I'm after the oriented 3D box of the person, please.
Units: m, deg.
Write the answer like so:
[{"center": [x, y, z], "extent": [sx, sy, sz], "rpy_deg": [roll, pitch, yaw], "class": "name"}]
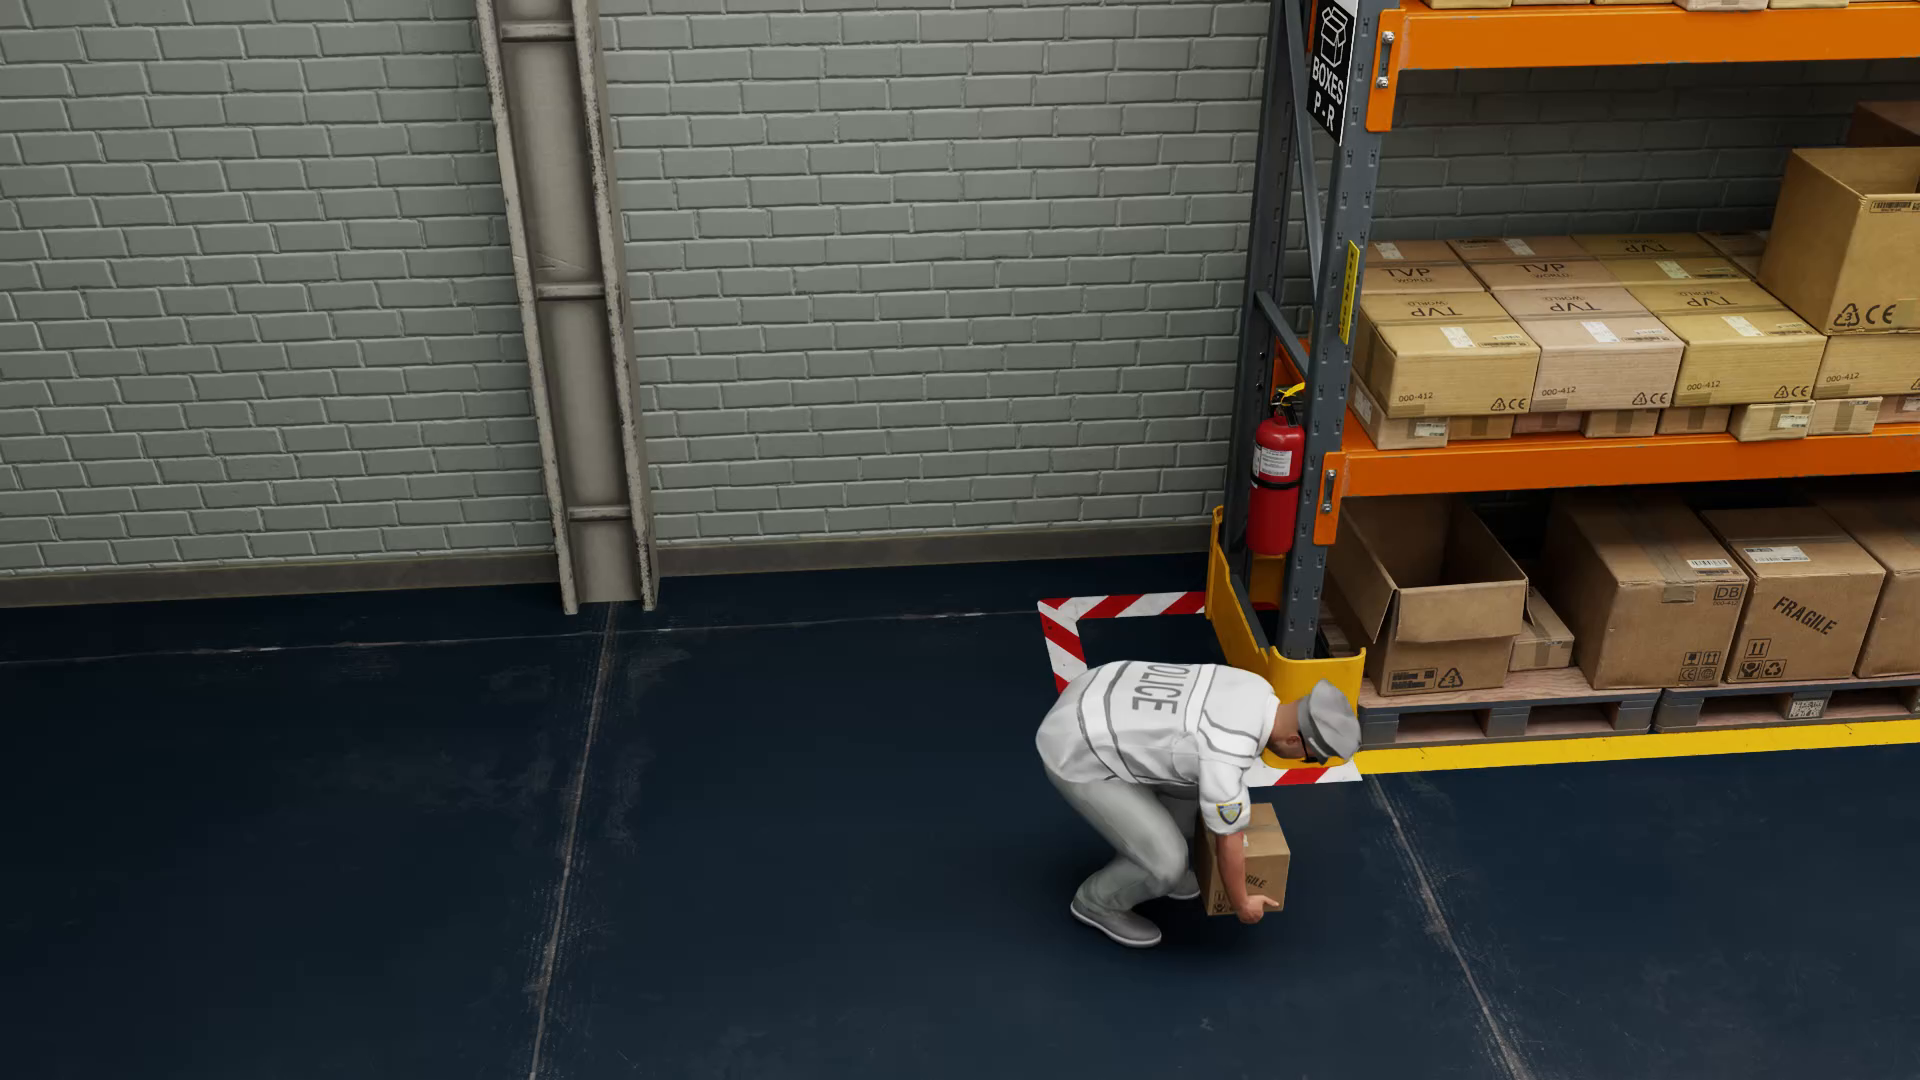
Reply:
[{"center": [0.749, 0.844, 5.420], "extent": [1.012, 1.035, 0.545], "rpy_deg": [14, 34, 22], "class": "person"}]
